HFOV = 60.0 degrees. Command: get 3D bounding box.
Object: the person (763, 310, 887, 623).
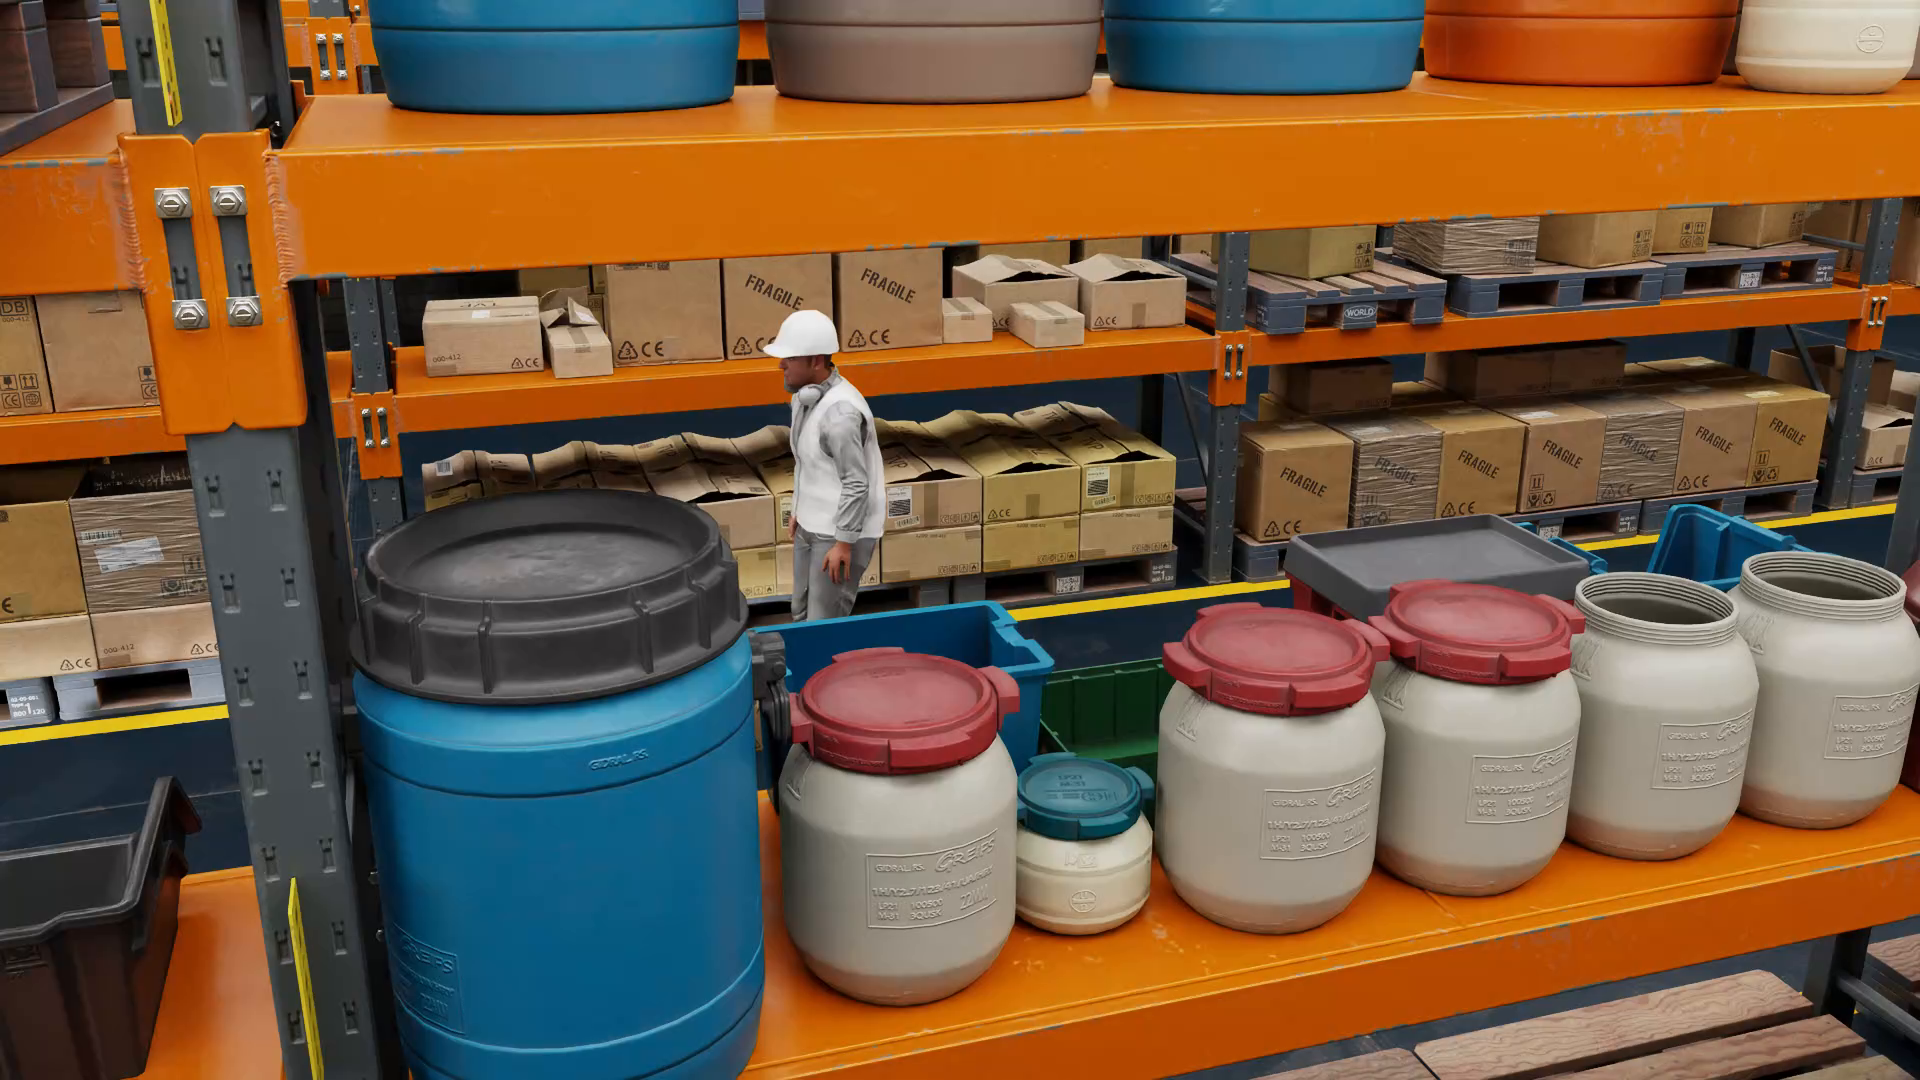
[{"bbox_3d":[-0.540,-0.053,6.680,0.465,1.771,0.592,-7,20,-21],"label":"person"}]
